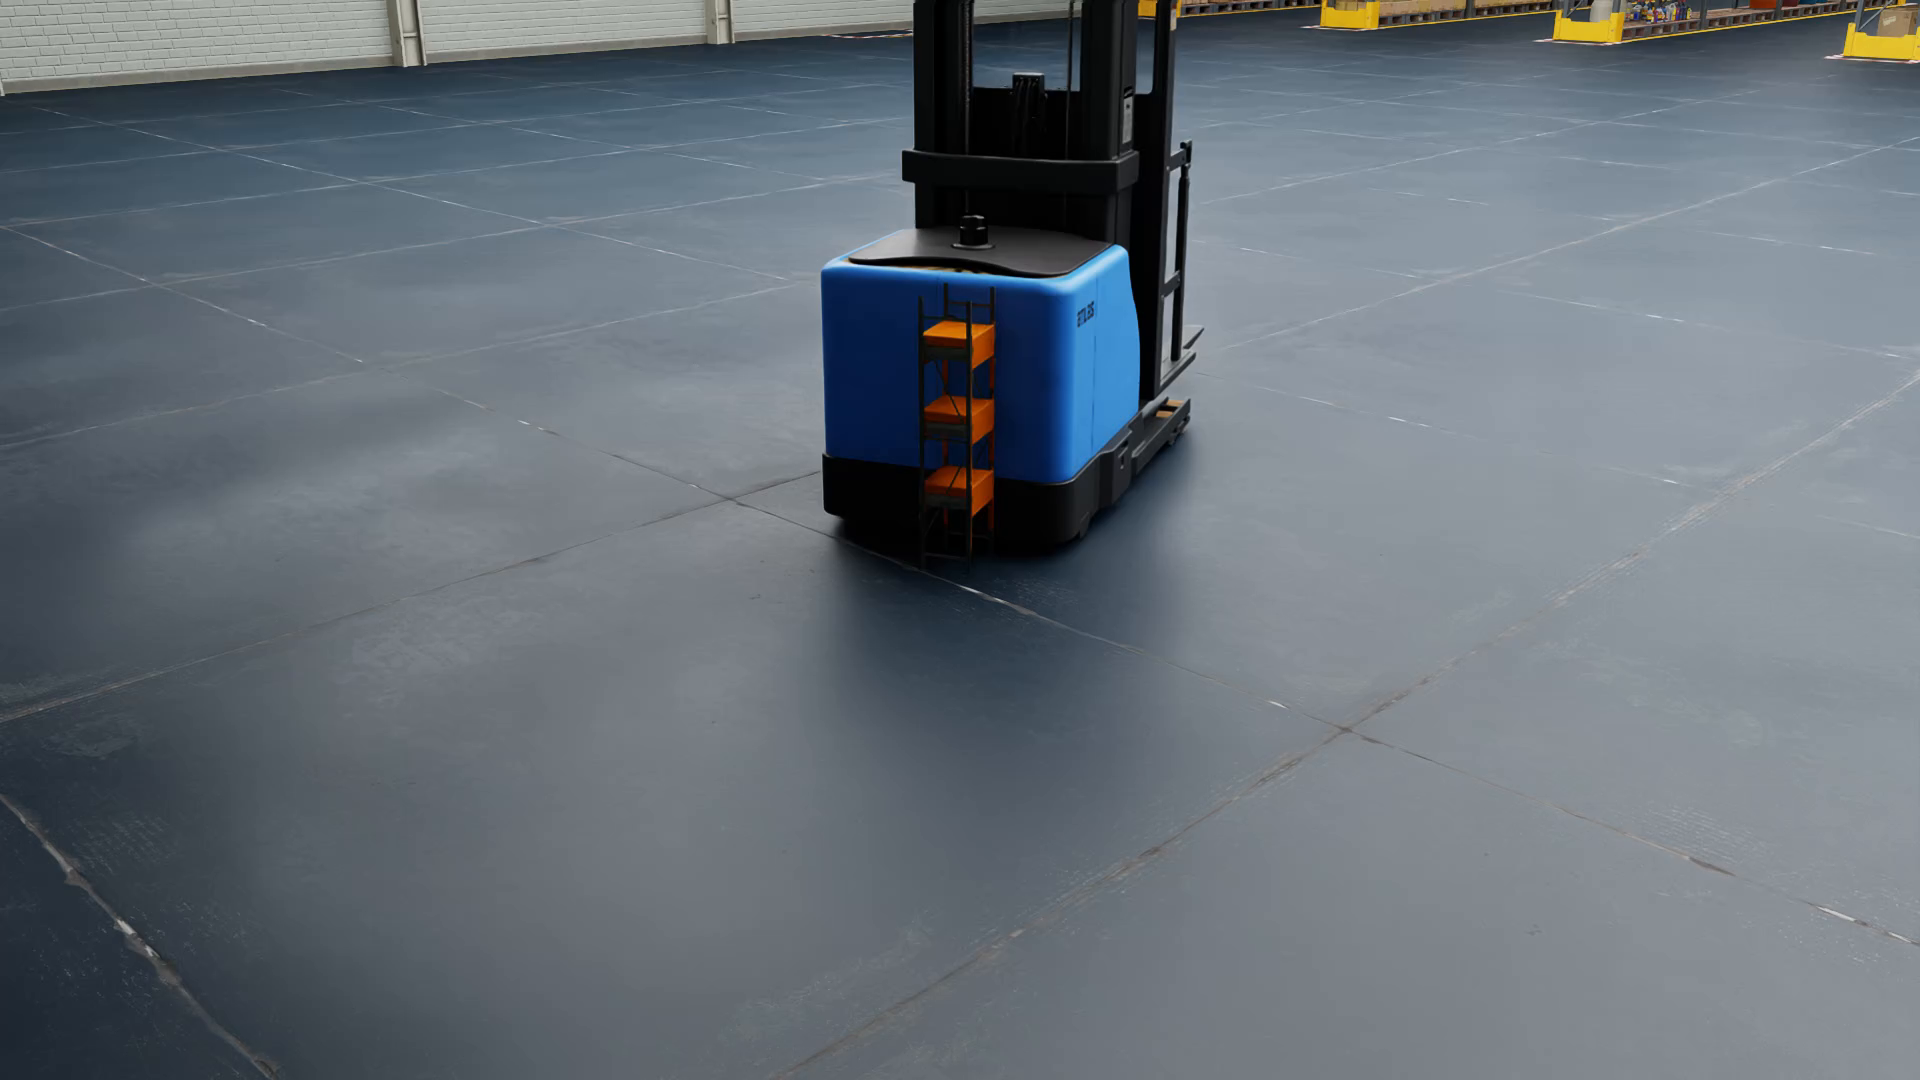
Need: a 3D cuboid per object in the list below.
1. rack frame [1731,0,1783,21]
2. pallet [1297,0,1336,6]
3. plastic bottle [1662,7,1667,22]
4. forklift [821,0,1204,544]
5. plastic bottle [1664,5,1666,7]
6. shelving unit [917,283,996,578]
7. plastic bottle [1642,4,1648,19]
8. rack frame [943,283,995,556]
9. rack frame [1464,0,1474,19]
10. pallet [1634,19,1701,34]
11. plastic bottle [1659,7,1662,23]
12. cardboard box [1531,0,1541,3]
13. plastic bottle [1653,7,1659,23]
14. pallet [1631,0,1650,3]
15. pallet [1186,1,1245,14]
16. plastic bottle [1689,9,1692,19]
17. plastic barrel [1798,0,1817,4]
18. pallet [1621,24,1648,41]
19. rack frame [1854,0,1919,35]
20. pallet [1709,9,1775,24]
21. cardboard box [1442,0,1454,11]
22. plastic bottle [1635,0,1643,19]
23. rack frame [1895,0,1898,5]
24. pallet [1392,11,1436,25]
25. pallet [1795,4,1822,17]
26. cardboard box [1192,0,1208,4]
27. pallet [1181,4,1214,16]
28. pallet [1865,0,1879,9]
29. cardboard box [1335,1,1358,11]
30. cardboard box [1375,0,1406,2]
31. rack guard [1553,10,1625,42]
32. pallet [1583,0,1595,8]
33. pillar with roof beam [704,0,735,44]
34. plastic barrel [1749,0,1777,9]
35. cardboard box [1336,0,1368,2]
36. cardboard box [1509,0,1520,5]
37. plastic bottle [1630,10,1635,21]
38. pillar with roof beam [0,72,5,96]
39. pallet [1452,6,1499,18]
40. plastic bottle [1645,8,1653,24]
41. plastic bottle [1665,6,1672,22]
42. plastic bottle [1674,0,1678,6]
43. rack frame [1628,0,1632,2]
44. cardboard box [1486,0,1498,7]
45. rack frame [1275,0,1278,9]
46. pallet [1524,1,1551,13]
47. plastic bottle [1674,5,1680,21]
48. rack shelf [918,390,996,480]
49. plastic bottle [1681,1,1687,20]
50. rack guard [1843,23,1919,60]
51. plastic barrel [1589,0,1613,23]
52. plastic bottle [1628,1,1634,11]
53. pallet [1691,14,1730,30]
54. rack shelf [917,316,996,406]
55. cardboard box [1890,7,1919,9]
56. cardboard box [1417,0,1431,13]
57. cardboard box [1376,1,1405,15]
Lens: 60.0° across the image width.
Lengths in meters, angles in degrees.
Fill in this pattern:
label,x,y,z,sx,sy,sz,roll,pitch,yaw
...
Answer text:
label,x,y,z,sx,sy,sz,roll,pitch,yaw
rack frame,16.930,-12.494,34.900,1.000,3.000,0.127,19,28,41
pallet,8.435,-13.160,40.518,1.003,0.211,1.213,19,28,41
plastic bottle,13.288,-9.924,31.402,0.097,0.271,0.097,0,21,0
forklift,0.452,-1.849,7.300,1.130,2.935,3.031,8,22,20
plastic bottle,13.446,-10.052,31.720,0.061,0.283,0.133,19,28,41
shelving unit,-0.010,-0.401,6.155,0.215,1.050,0.252,8,22,20
plastic bottle,13.265,-10.227,32.190,0.097,0.271,0.097,0,21,0
rack frame,0.033,-0.442,6.262,0.200,1.050,0.008,8,22,20
rack frame,10.593,-12.707,35.453,1.000,3.000,0.127,19,28,41
pallet,13.641,-10.002,32.303,1.003,0.211,1.213,19,28,41
plastic bottle,13.146,-9.871,31.266,0.097,0.271,0.097,0,21,0
cardboard box,12.834,-12.318,37.688,0.500,0.250,0.500,19,28,40
plastic bottle,13.008,-9.817,31.107,0.133,0.283,0.061,-20,28,-41
pallet,16.654,-13.638,41.762,1.003,0.211,1.213,19,28,41
pallet,5.747,-12.147,37.884,1.003,0.211,1.213,19,28,41
plastic bottle,14.110,-10.194,32.202,0.097,0.201,0.097,0,21,0
plastic barrel,18.835,-12.421,37.050,0.600,0.901,0.708,19,28,41
pallet,11.939,-9.375,30.671,1.003,0.211,1.213,19,28,41
rack frame,14.898,-9.198,26.325,1.000,3.000,0.127,19,28,41
pallet,16.362,-11.003,34.907,1.003,0.211,1.213,19,28,41
cardboard box,10.070,-11.319,35.090,0.500,0.250,0.500,19,28,41
plastic bottle,13.148,-10.283,32.225,0.144,0.351,0.185,18,27,38
rack frame,22.511,-14.551,40.250,1.000,3.000,0.127,19,28,41
pallet,9.157,-10.896,34.629,1.003,0.211,1.213,19,28,41
pallet,18.301,-11.718,36.767,1.003,0.211,1.213,19,28,41
cardboard box,5.196,-12.169,37.190,0.500,0.311,0.500,-17,27,-38
pallet,4.896,-11.835,37.072,1.003,0.211,1.213,19,28,41
pallet,21.057,-12.735,39.412,1.003,0.211,1.213,19,28,41
cardboard box,7.965,-10.803,33.747,0.500,0.250,0.500,19,28,41
cardboard box,8.684,-11.152,33.611,0.500,0.500,0.500,19,28,41
rack guard,11.369,-9.302,30.080,1.175,0.500,0.348,19,28,41
pallet,14.783,-12.928,39.915,1.003,0.211,1.213,19,28,41
pillar with roof beam,-1.167,-11.952,25.127,9.100,9.000,0.400,19,28,41
plastic barrel,17.259,-11.807,35.552,0.600,0.830,0.708,19,28,41
cardboard box,7.964,-11.153,33.614,0.500,0.500,0.500,19,28,41
cardboard box,12.125,-12.056,37.008,0.500,0.250,0.500,-20,28,-41
plastic bottle,12.838,-10.037,31.794,0.097,0.201,0.097,0,21,0
pillar with roof beam,-9.539,-8.867,17.102,9.100,9.000,0.400,19,28,41
pallet,11.079,-11.604,36.471,1.003,0.211,1.213,19,28,41
plastic bottle,12.837,-9.758,30.970,0.097,0.271,0.097,0,21,0
plastic bottle,13.422,-9.989,31.566,0.135,0.276,0.152,-20,28,-41
plastic bottle,13.794,-10.233,32.097,0.144,0.351,0.185,19,28,41
rack frame,16.174,-14.763,40.803,1.000,3.000,0.127,19,28,41
cardboard box,11.410,-11.792,36.320,0.500,0.250,0.500,-19,28,-41
rack frame,7.041,-13.946,38.676,1.000,3.000,0.127,19,28,41
pallet,12.781,-12.231,38.103,1.003,0.211,1.213,19,28,41
plastic bottle,13.679,-10.064,31.750,0.133,0.283,0.061,-18,27,-39
rack shelf,-0.010,-0.391,6.159,0.215,0.259,0.240,8,22,20
plastic bottle,13.897,-10.197,32.003,0.144,0.351,0.185,18,28,39
rack guard,14.951,-8.051,26.824,1.175,0.500,0.348,19,28,41
plastic barrel,11.754,-9.661,30.411,0.421,0.512,0.421,0,21,0
plastic bottle,12.851,-10.173,31.941,0.144,0.351,0.185,19,28,40
pallet,14.660,-10.376,33.276,1.003,0.211,1.213,19,28,41
rack shelf,-0.010,-0.656,6.057,0.215,0.259,0.240,8,22,20
cardboard box,15.738,-8.546,27.527,0.500,0.500,0.500,-12,24,-28
cardboard box,9.384,-11.058,34.412,0.500,0.250,0.500,19,28,41
cardboard box,8.683,-10.803,33.746,0.500,0.250,0.500,19,28,41
